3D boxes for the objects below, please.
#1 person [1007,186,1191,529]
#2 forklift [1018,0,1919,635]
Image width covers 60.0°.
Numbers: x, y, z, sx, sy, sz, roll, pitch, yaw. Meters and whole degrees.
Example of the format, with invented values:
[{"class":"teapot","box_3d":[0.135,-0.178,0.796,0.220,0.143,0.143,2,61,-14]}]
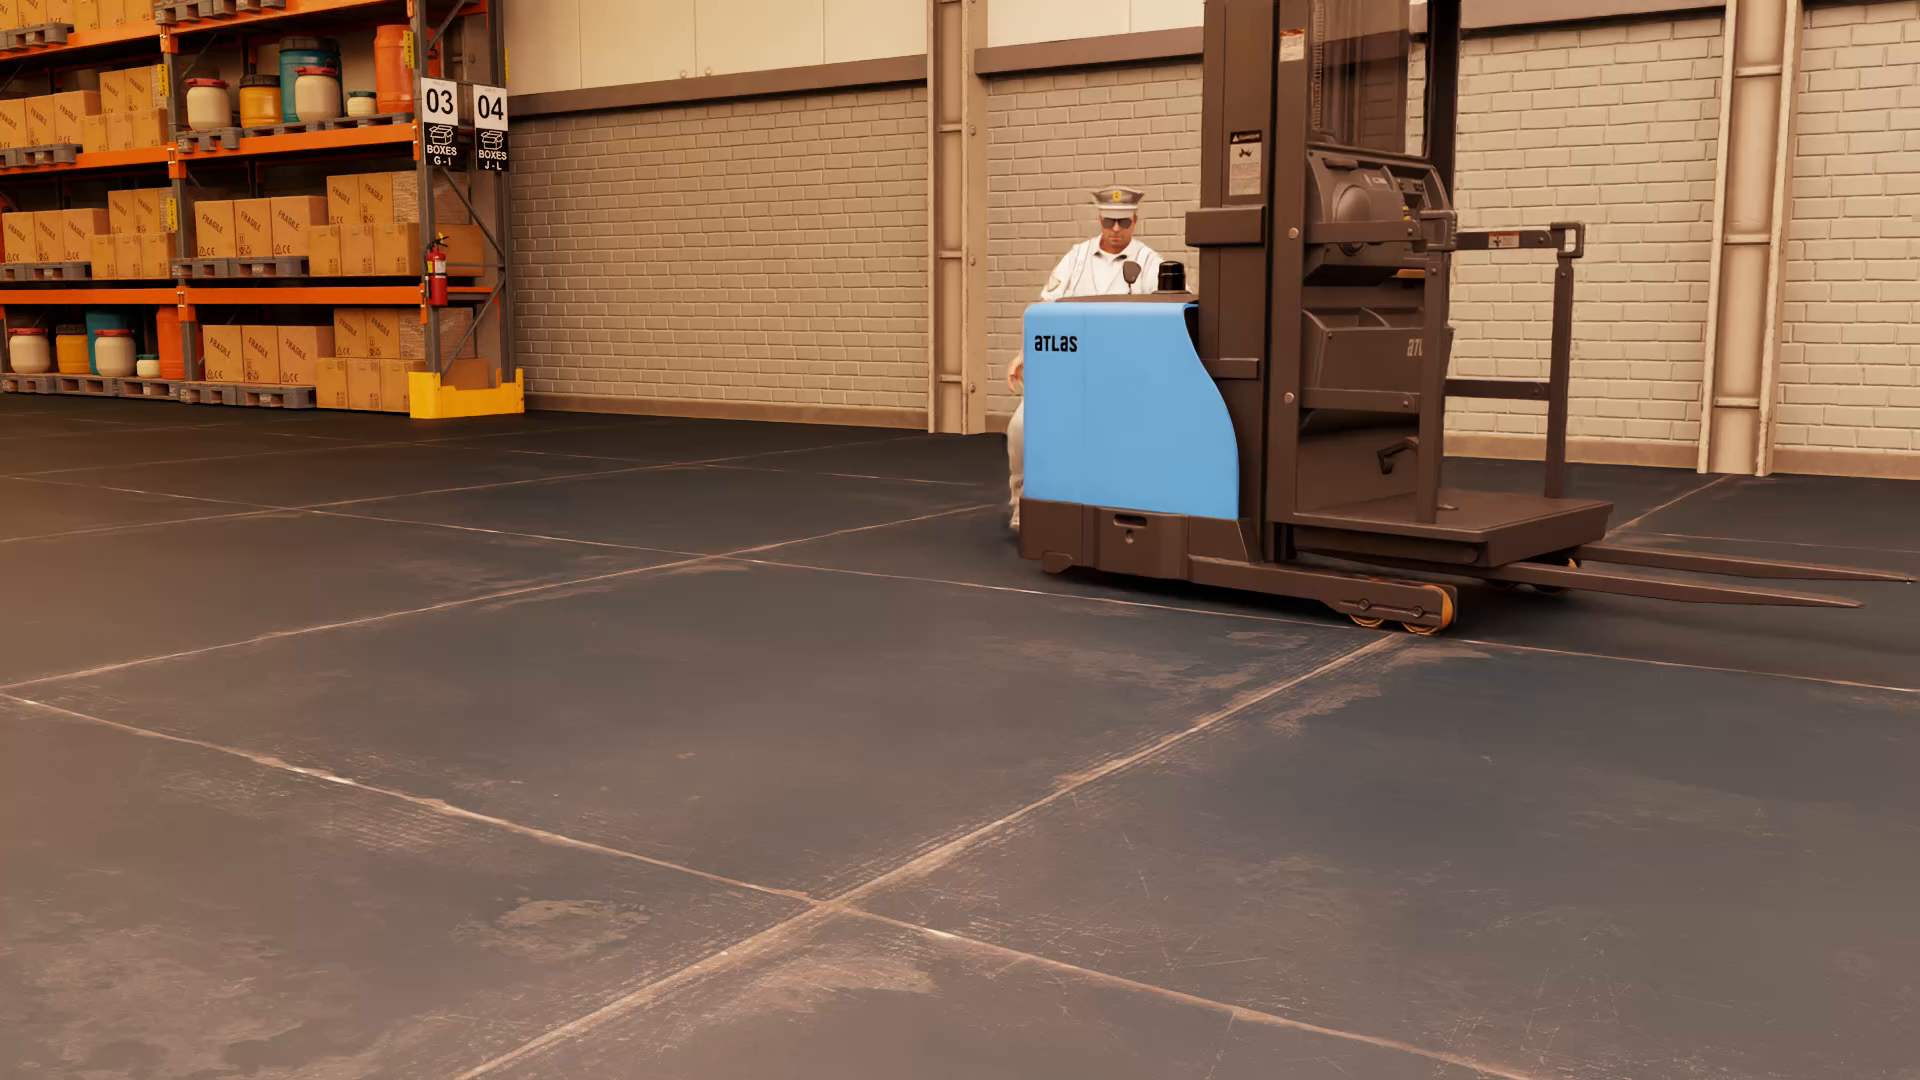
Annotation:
[{"class":"person","box_3d":[0.715,-0.790,7.611,0.971,1.628,0.727,2,8,16]},{"class":"forklift","box_3d":[1.657,-1.223,5.792,3.031,2.935,1.130,7,11,42]}]
